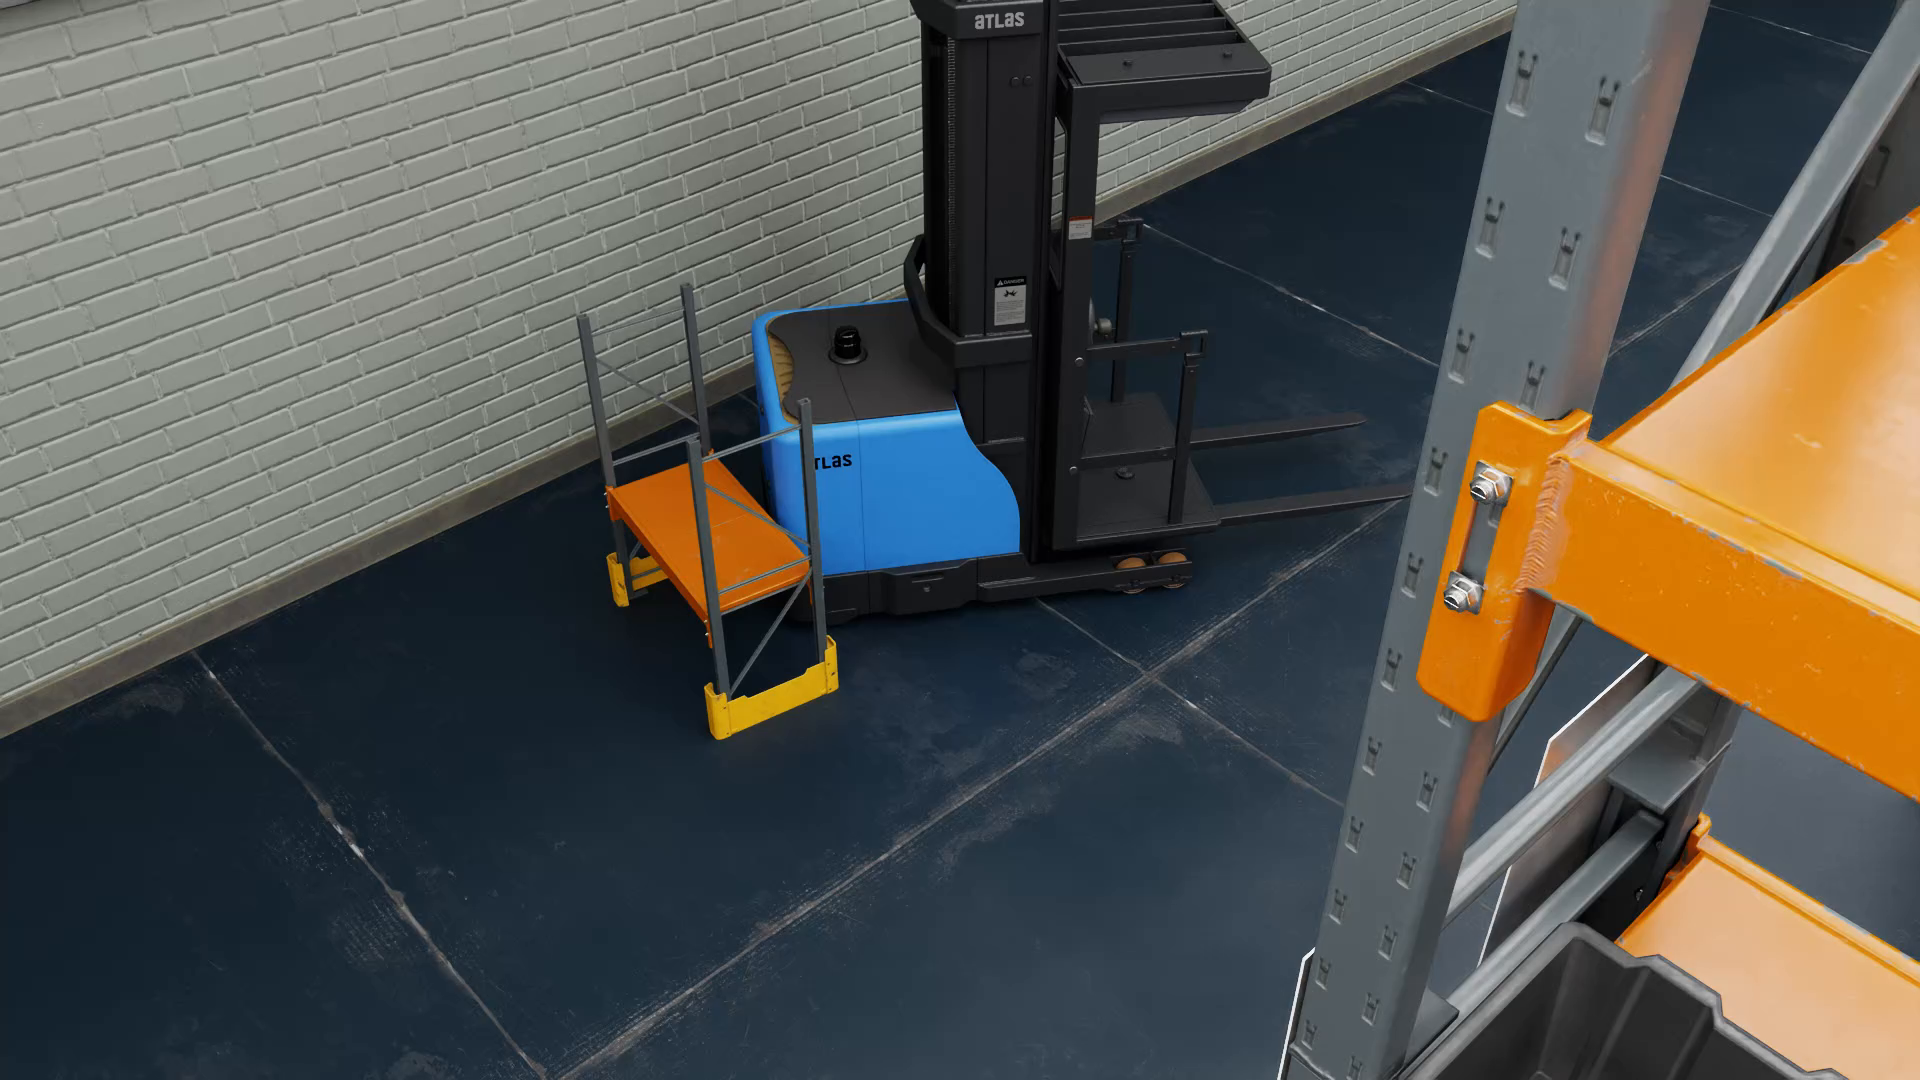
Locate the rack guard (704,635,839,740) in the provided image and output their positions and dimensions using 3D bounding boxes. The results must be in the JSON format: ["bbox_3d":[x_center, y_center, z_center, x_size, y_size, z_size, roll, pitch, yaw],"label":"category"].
[{"bbox_3d":[-0.786,0.619,6.993,0.587,0.250,0.087,-22,44,-25],"label":"rack guard"}]

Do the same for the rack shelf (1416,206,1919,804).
[{"bbox_3d":[2.218,0.721,0.794,1.077,0.370,4.000,-30,48,-32],"label":"rack shelf"}]

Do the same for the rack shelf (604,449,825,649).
[{"bbox_3d":[-1.050,0.014,7.033,0.538,0.185,1.000,-22,44,-25],"label":"rack shelf"}]

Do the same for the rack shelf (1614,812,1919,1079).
[{"bbox_3d":[2.218,1.732,1.611,1.077,0.370,4.000,-30,48,-32],"label":"rack shelf"}]

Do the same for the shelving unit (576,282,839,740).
[{"bbox_3d":[-1.055,-0.131,6.926,0.587,1.500,1.083,-22,44,-25],"label":"shelving unit"}]

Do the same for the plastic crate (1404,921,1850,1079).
[{"bbox_3d":[0.921,0.874,2.205,0.497,0.269,0.590,-30,48,-32],"label":"plastic crate"}]

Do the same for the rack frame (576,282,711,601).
[{"bbox_3d":[-1.325,-0.395,7.252,0.500,1.500,0.032,-22,44,-25],"label":"rack frame"}]

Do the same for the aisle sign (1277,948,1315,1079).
[{"bbox_3d":[0.598,0.775,2.542,0.394,0.787,0.004,-30,48,-32],"label":"aisle sign"}]

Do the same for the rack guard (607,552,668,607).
[{"bbox_3d":[-1.324,0.092,7.644,0.587,0.250,0.087,-22,44,-25],"label":"rack guard"}]

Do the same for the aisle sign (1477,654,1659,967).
[{"bbox_3d":[1.033,0.524,2.852,0.394,0.787,0.004,-30,48,-32],"label":"aisle sign"}]

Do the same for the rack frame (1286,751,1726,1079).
[{"bbox_3d":[0.866,1.694,3.474,1.000,3.000,0.127,-30,48,-32],"label":"rack frame"}]

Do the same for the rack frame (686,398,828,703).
[{"bbox_3d":[-0.775,0.143,6.587,0.500,1.500,0.032,-22,44,-25],"label":"rack frame"}]

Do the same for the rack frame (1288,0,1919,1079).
[{"bbox_3d":[0.866,-0.640,1.589,1.000,3.000,0.127,-30,48,-32],"label":"rack frame"}]

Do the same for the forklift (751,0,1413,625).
[{"bbox_3d":[0.611,-1.215,7.129,3.031,2.935,1.130,-7,39,-9],"label":"forklift"}]
